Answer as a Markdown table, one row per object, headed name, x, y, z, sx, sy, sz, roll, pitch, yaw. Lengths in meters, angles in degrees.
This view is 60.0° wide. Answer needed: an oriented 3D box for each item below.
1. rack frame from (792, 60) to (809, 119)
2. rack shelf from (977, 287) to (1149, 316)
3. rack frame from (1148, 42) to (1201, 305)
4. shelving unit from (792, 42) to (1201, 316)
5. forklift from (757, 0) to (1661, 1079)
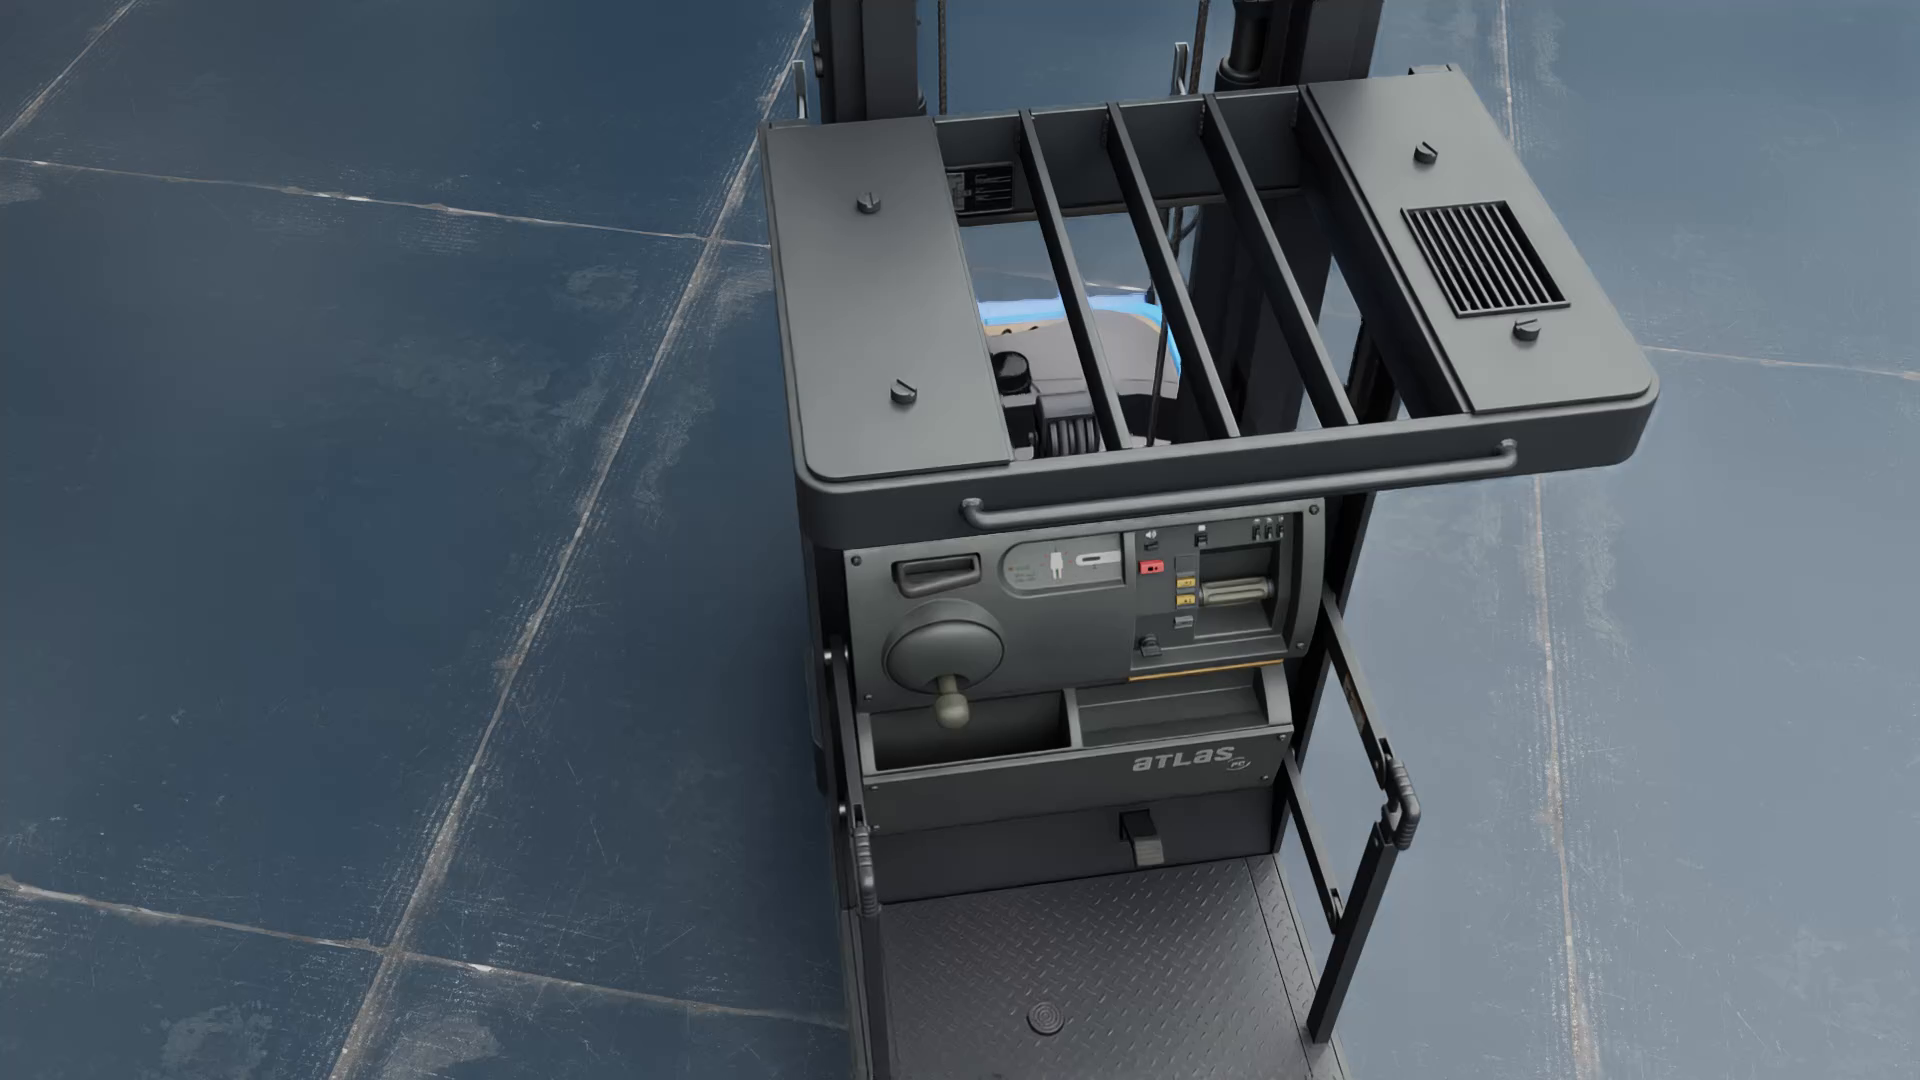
| name | x | y | z | sx | sy | sz | roll | pitch | yaw |
| --- | --- | --- | --- | --- | --- | --- | --- | --- | --- |
| rack frame | -0.404 | -0.574 | 4.757 | 0.032 | 1.500 | 0.500 | -4 | 48 | -3 |
| rack shelf | 0.103 | -0.486 | 4.920 | 1.000 | 0.185 | 0.538 | -4 | 48 | -3 |
| rack frame | 0.609 | -0.638 | 4.815 | 0.032 | 1.500 | 0.500 | -4 | 48 | -3 |
| shelving unit | 0.103 | -0.606 | 4.786 | 1.048 | 1.500 | 0.538 | -4 | 48 | -3 |
| forklift | 0.280 | 0.234 | 3.069 | 1.130 | 2.935 | 3.031 | -6 | 48 | -6 |
